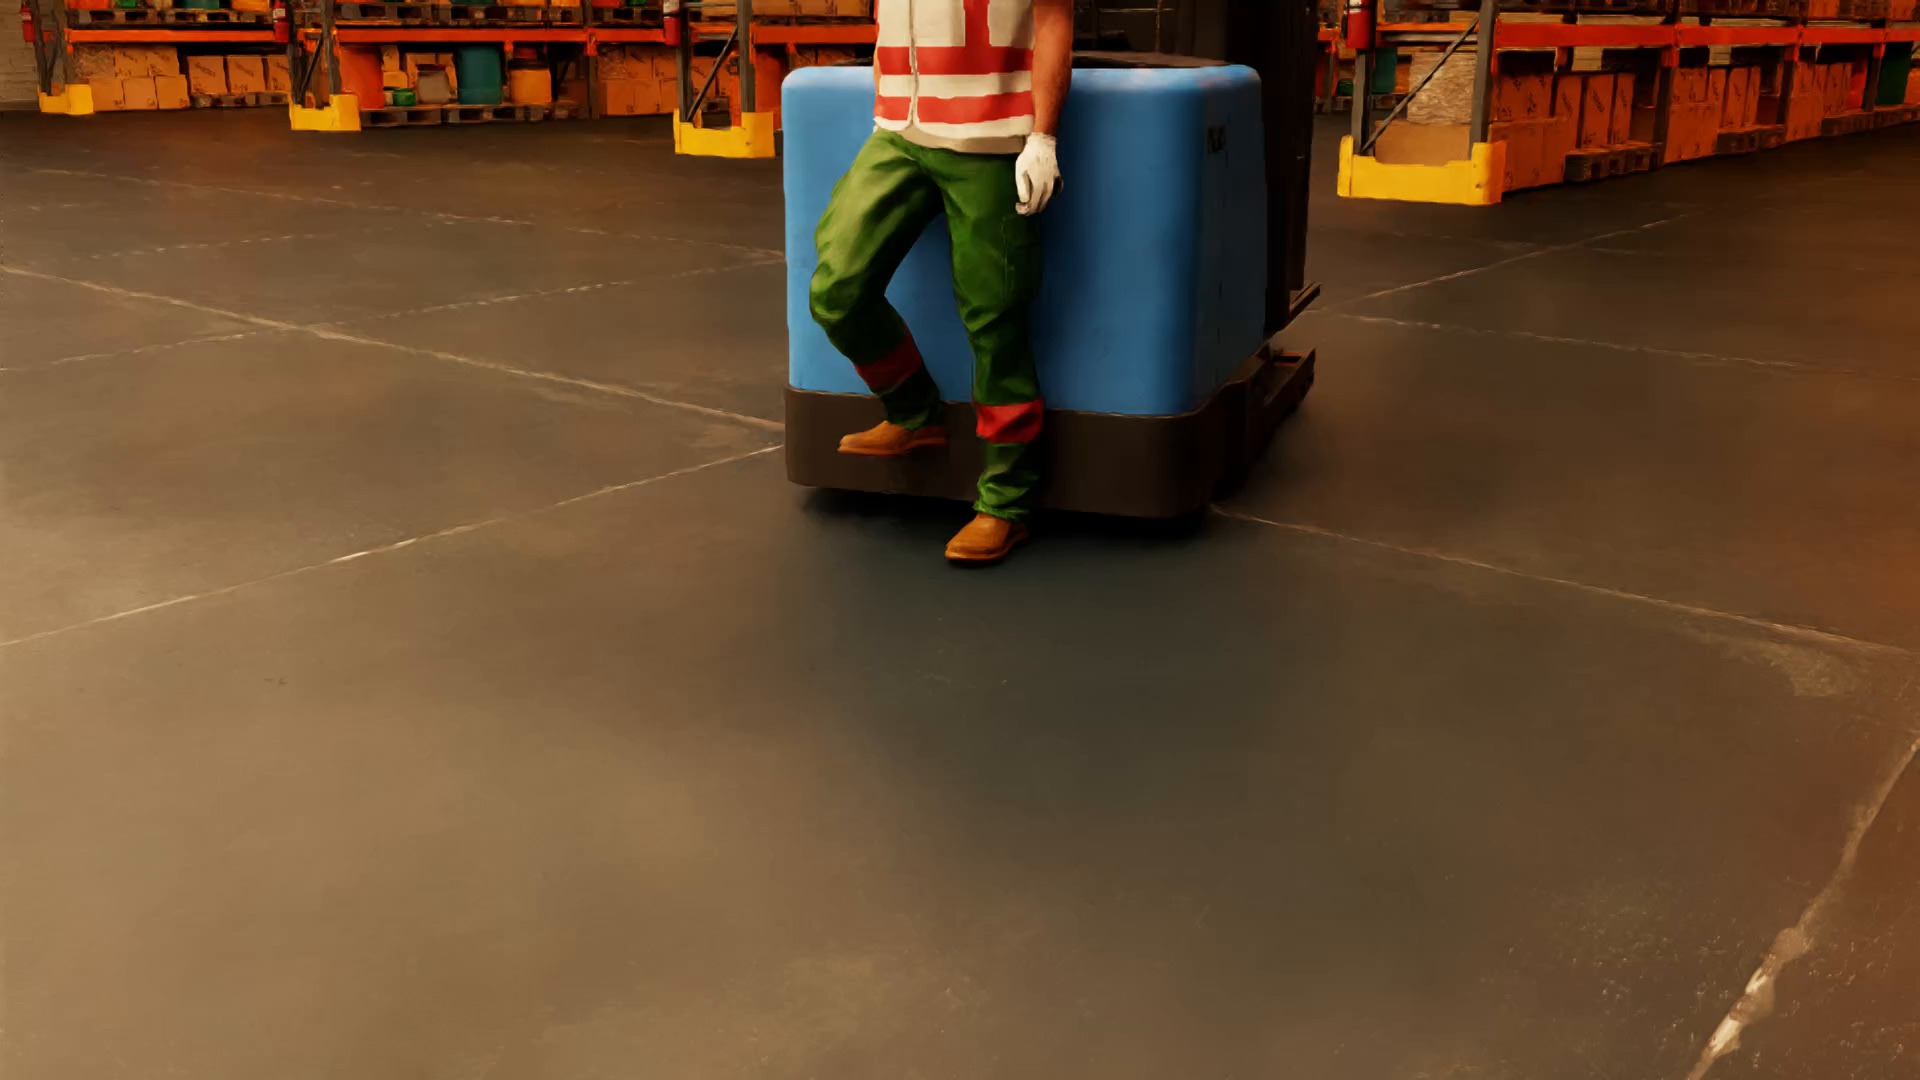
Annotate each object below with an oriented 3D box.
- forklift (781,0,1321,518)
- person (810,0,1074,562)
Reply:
[{"bbox_3d":[0.532,-1.840,4.958,1.130,2.935,3.031,6,18,19],"label":"forklift"},{"bbox_3d":[-0.052,-0.838,3.619,0.540,1.794,0.484,13,21,37],"label":"person"}]
